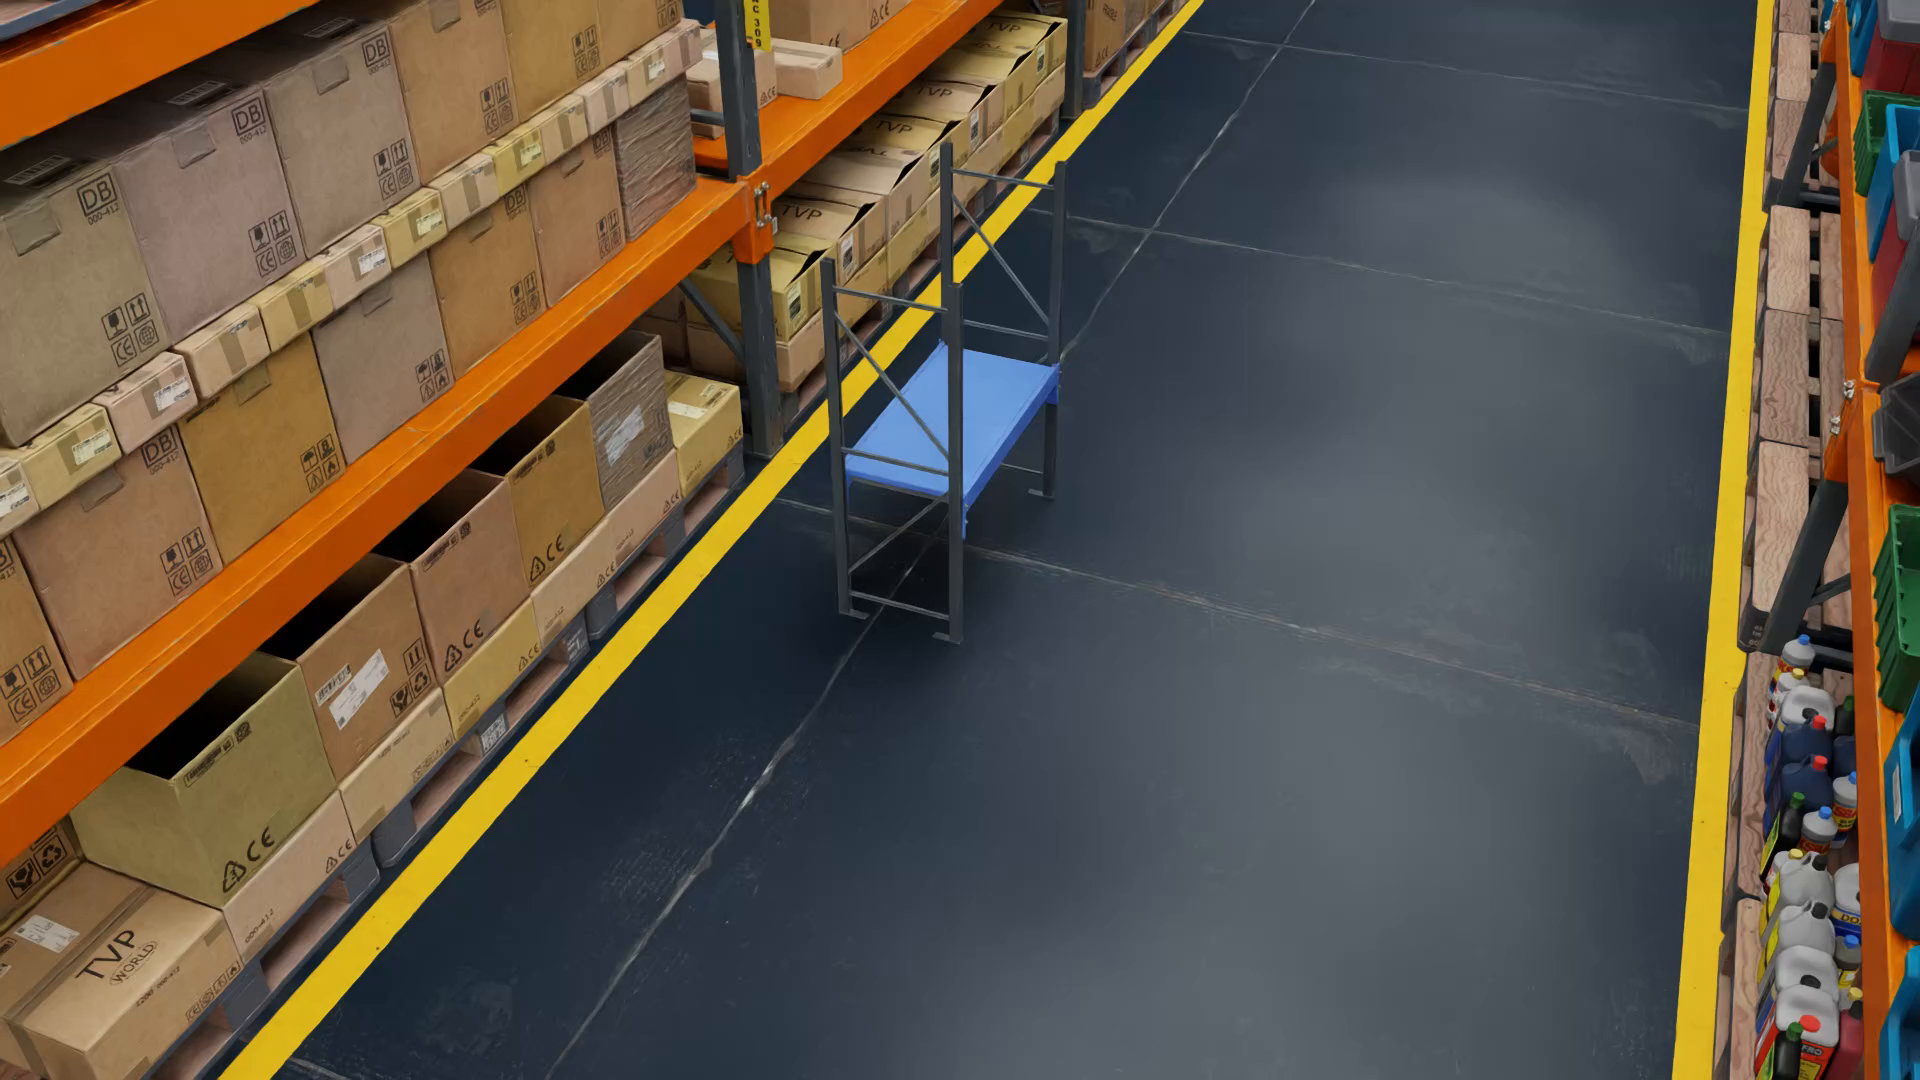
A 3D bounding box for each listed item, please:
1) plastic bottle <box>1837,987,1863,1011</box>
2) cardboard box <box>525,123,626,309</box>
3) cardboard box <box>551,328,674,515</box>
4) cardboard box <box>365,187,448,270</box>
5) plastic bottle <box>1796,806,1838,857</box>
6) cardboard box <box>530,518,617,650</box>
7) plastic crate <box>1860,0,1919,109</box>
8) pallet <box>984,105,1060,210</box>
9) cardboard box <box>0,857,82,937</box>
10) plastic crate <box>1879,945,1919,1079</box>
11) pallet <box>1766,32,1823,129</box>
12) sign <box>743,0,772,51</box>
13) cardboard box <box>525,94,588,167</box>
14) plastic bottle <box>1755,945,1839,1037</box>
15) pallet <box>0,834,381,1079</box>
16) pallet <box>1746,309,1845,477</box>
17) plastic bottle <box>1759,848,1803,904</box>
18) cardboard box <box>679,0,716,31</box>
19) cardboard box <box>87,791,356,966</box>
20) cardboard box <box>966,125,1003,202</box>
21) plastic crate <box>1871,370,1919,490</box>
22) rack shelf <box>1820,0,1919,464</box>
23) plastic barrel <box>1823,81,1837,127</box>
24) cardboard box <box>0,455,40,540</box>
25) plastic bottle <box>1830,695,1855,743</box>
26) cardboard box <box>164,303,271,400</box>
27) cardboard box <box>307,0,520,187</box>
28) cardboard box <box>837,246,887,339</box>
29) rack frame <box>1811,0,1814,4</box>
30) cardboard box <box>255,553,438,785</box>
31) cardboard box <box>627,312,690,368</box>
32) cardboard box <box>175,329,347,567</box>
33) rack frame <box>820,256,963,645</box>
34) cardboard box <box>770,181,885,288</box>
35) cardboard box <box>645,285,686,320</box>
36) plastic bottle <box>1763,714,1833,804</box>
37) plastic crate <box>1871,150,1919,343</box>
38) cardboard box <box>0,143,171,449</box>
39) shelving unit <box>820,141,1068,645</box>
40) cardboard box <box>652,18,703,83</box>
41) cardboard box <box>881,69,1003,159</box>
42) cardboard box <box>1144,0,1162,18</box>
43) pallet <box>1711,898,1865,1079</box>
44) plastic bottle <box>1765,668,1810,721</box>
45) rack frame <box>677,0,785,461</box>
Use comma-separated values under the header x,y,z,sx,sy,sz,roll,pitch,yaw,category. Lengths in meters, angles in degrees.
x,y,z,sx,sy,sz,roll,pitch,yaw,category
2.390,1.287,4.493,0.097,0.201,0.097,0,37,0,plastic bottle
-1.615,-1.194,5.758,0.700,0.500,0.500,13,39,17,cardboard box
-1.432,-0.481,6.207,0.500,0.500,0.500,14,39,18,cardboard box
-1.745,-0.944,4.883,0.380,0.149,0.250,15,39,19,cardboard box
2.538,0.900,4.952,0.097,0.271,0.097,0,37,0,plastic bottle
-1.607,0.100,6.056,0.500,0.250,0.500,14,39,18,cardboard box
3.947,-1.979,6.839,0.402,0.464,0.583,14,39,18,plastic crate
-0.084,-2.345,9.711,1.003,0.211,1.213,14,39,18,pallet
-2.848,1.089,4.733,0.500,0.250,0.500,14,39,18,cardboard box
1.967,1.007,3.022,0.499,0.251,0.408,14,39,18,plastic crate
5.571,-2.781,10.294,1.003,0.211,1.213,14,39,18,pallet
-0.743,-1.947,6.060,0.100,0.325,0.005,14,39,18,sign
-1.455,-1.367,5.448,0.380,0.149,0.250,14,39,18,cardboard box
2.268,1.239,4.495,0.152,0.276,0.135,13,39,16,plastic bottle
-2.527,1.204,4.962,1.003,0.211,1.213,14,39,18,pallet
4.048,-0.568,7.334,1.003,0.211,1.213,14,39,18,pallet
2.430,0.989,4.891,0.097,0.201,0.097,0,37,0,plastic bottle
-1.092,-2.169,7.259,0.396,0.266,0.258,13,39,17,cardboard box
-2.182,0.930,4.947,0.500,0.250,0.500,14,39,18,cardboard box
-0.097,-2.065,8.953,0.500,0.250,0.500,15,39,19,cardboard box
3.006,-0.278,4.668,0.767,0.338,0.504,14,39,18,plastic crate
4.083,-1.383,6.696,1.077,0.370,4.000,14,39,18,rack shelf
5.147,-2.558,9.394,0.421,0.512,0.421,0,37,0,plastic barrel
-2.333,-0.094,3.746,0.380,0.149,0.250,13,39,17,cardboard box
2.797,0.634,5.298,0.061,0.283,0.133,14,39,18,plastic bottle
-2.039,-0.520,4.314,0.380,0.149,0.250,13,39,16,cardboard box
-1.802,-1.450,5.017,0.700,0.500,0.500,14,39,18,cardboard box
-0.679,-1.211,7.810,0.500,0.250,0.500,15,39,19,cardboard box
6.366,-4.993,10.925,1.000,3.000,0.127,14,39,18,rack frame
-2.002,0.350,5.096,0.500,0.500,0.500,14,39,18,cardboard box
-1.367,-1.057,7.604,0.500,0.250,0.500,13,39,17,cardboard box
-2.200,-0.341,4.617,0.700,0.500,0.500,14,39,18,cardboard box
-0.226,-0.272,5.861,0.500,1.500,0.032,14,39,18,rack frame
-0.674,-1.434,7.640,0.500,0.311,0.500,13,39,17,cardboard box
-1.368,-1.275,7.428,0.500,0.311,0.500,14,39,18,cardboard box
2.632,0.673,5.189,0.144,0.351,0.185,15,39,19,plastic bottle
3.224,-0.927,5.432,0.402,0.464,0.583,14,39,18,plastic crate
-2.374,-0.617,3.902,0.700,0.500,0.500,13,39,17,cardboard box
-0.032,-0.554,6.238,0.538,1.500,1.048,14,39,18,shelving unit
-1.162,-1.795,6.020,0.380,0.149,0.250,14,39,18,cardboard box
-0.093,-2.286,8.781,0.500,0.311,0.500,14,39,17,cardboard box
1.092,-3.839,11.100,0.500,0.500,0.500,13,39,17,cardboard box
2.566,1.593,4.442,1.003,0.211,1.213,14,39,18,pallet
2.757,0.514,5.527,0.097,0.201,0.097,0,37,0,plastic bottle
-1.257,-1.694,6.511,1.000,3.000,0.127,14,39,18,rack frame
